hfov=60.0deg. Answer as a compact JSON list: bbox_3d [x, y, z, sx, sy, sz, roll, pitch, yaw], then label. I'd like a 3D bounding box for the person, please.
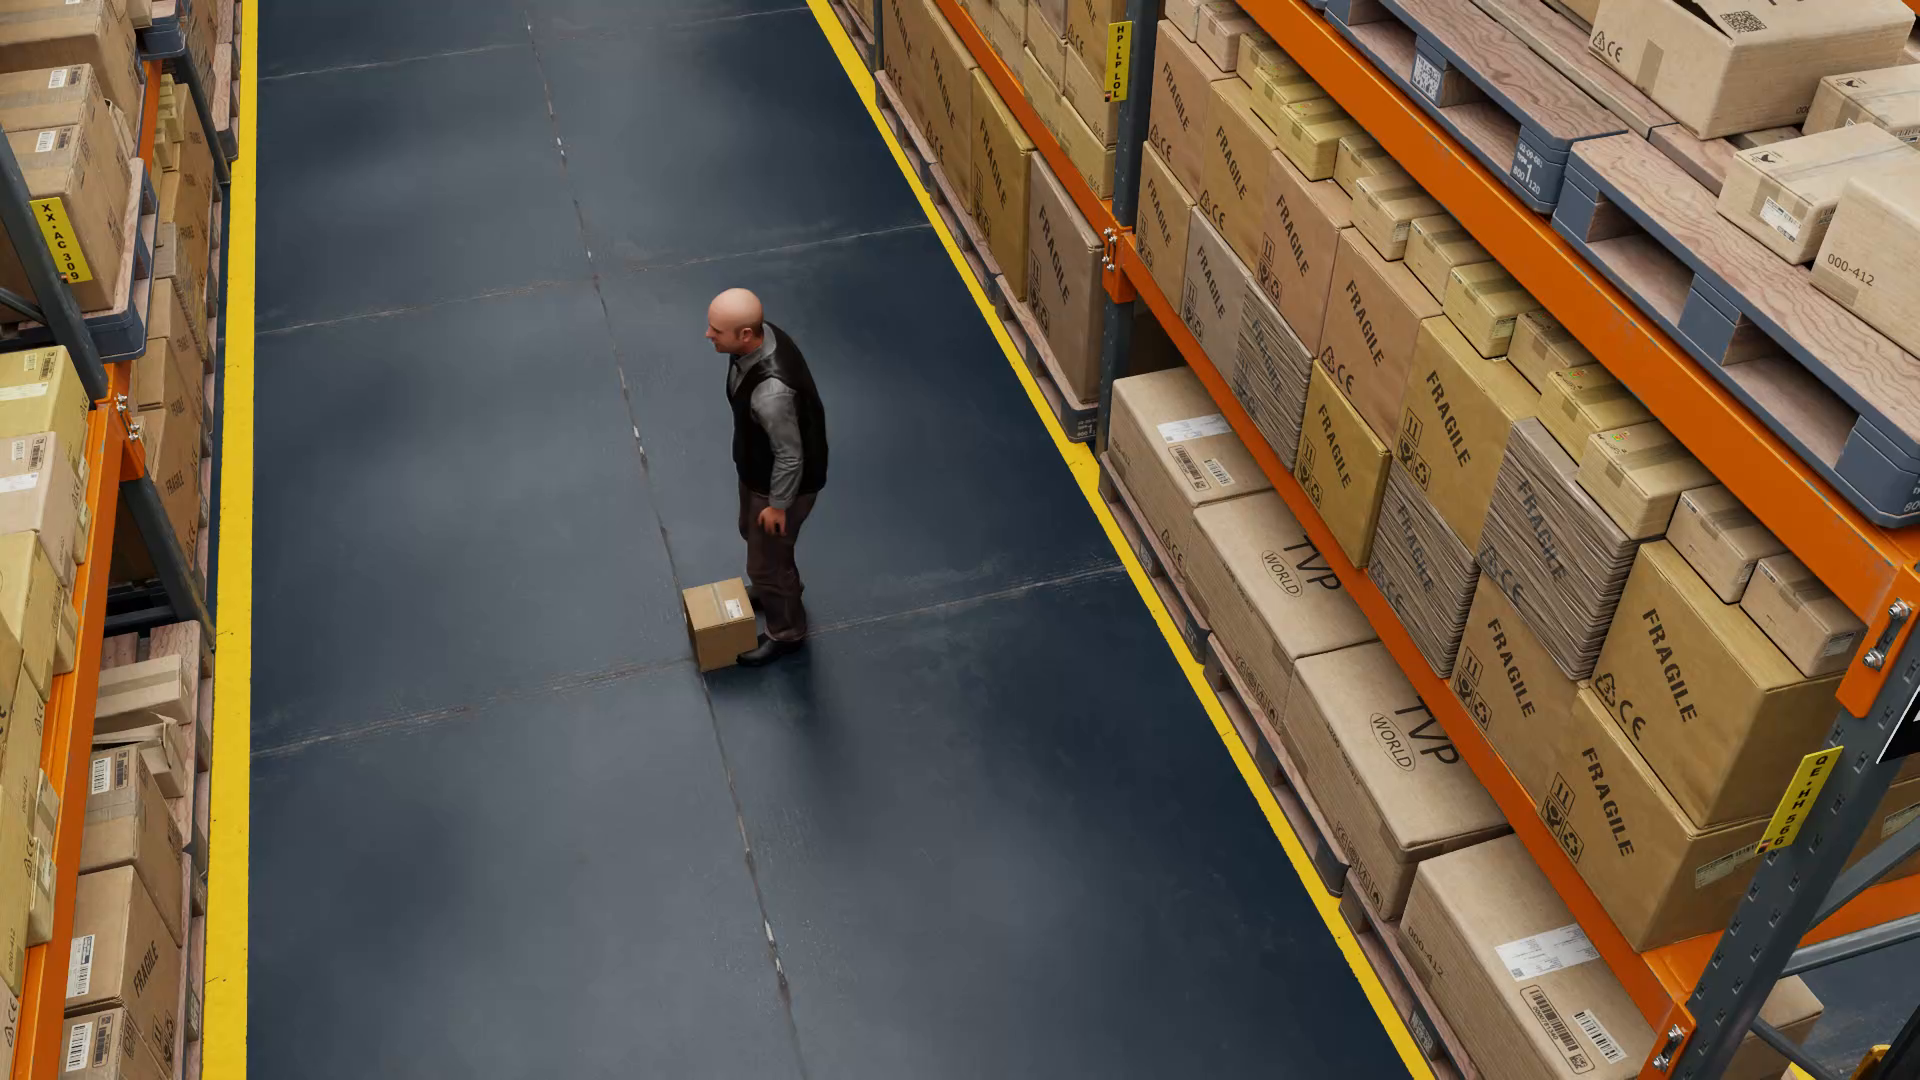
[{"bbox_3d":[-0.746,-0.258,6.465,0.467,1.720,0.579,-12,43,-13],"label":"person"}]
